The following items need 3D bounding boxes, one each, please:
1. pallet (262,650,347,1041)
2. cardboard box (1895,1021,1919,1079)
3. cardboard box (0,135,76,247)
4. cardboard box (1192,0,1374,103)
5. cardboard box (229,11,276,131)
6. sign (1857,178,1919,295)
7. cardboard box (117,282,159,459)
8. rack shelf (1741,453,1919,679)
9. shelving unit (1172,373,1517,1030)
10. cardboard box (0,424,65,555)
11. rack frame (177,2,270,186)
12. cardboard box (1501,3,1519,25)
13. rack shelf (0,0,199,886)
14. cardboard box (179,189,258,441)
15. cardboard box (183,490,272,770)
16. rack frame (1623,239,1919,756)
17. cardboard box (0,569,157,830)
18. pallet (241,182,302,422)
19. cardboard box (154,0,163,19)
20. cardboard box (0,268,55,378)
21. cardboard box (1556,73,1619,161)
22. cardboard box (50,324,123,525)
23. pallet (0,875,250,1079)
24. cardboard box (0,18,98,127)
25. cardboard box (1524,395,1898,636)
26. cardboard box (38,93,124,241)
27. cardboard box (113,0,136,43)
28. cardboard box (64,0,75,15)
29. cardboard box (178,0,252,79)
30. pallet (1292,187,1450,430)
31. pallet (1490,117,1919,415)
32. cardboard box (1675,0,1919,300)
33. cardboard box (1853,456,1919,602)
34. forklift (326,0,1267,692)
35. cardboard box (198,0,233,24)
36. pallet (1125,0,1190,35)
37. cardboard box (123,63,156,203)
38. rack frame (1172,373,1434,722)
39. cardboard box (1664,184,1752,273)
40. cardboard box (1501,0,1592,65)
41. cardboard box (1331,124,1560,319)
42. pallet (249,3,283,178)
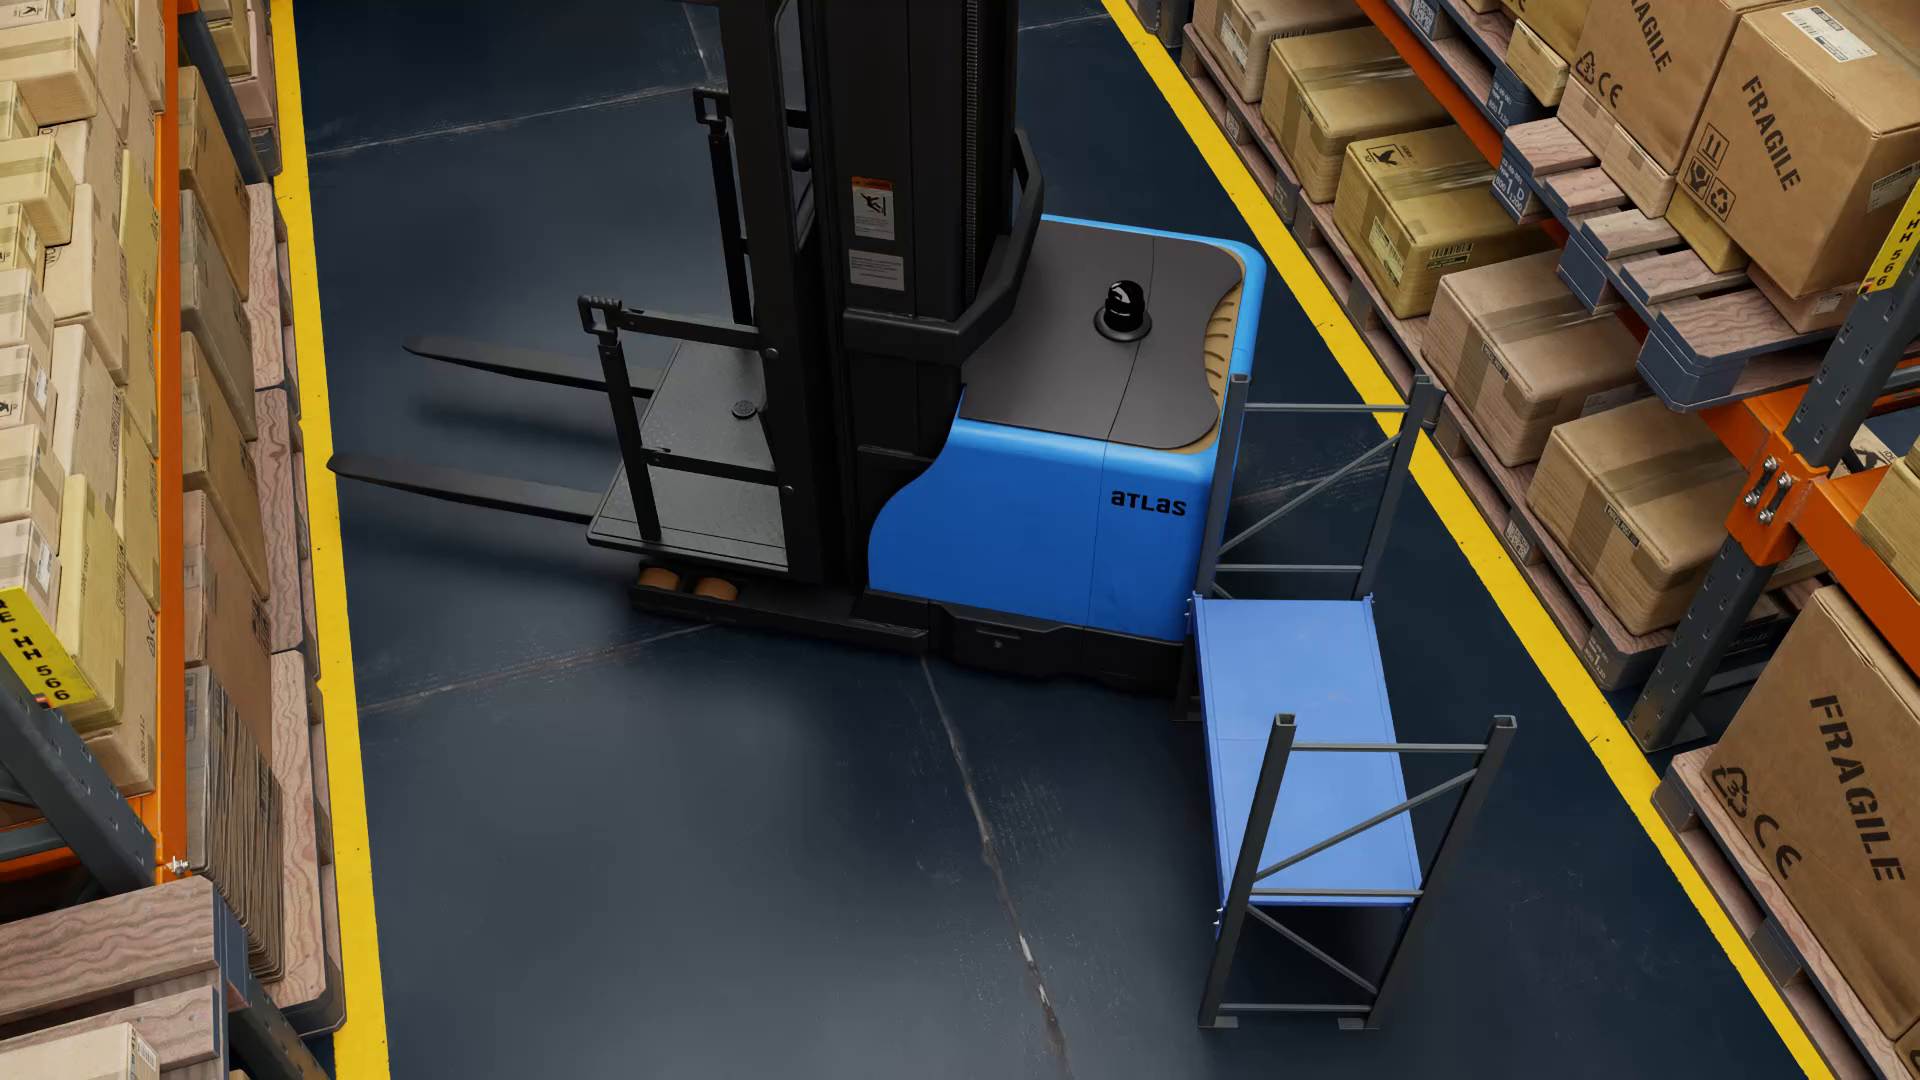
[{"bbox_3d":[-2.353,0.960,4.802,1.003,0.211,1.213,-13,51,-11],"label":"pallet"},{"bbox_3d":[2.978,1.272,3.831,0.875,0.875,0.875,-13,51,-11],"label":"cardboard box"},{"bbox_3d":[-2.351,-0.810,3.981,0.380,0.149,0.250,-12,51,-10],"label":"cardboard box"},{"bbox_3d":[1.568,-2.281,7.155,0.950,0.372,0.625,-13,51,-11],"label":"cardboard box"},{"bbox_3d":[-3.156,-1.927,6.937,0.500,0.250,0.500,-13,51,-11],"label":"cardboard box"},{"bbox_3d":[2.078,-0.672,3.649,0.100,0.325,0.005,-13,51,-11],"label":"sign"},{"bbox_3d":[-2.348,-0.403,4.226,0.500,0.250,0.500,-15,51,-12],"label":"cardboard box"},{"bbox_3d":[3.185,1.239,3.214,1.077,0.370,4.000,-13,51,-11],"label":"rack shelf"},{"bbox_3d":[0.917,0.471,4.372,0.538,1.500,1.048,1,50,0],"label":"shelving unit"},{"bbox_3d":[-2.040,-0.064,3.352,0.380,0.149,0.250,-12,51,-10],"label":"cardboard box"},{"bbox_3d":[-3.330,-2.250,5.685,1.000,3.000,0.127,-13,51,-11],"label":"rack frame"},{"bbox_3d":[1.891,-1.643,5.063,0.380,0.149,0.250,-13,51,-11],"label":"cardboard box"},{"bbox_3d":[-2.738,-0.557,4.729,1.077,0.370,4.000,-13,51,-11],"label":"rack shelf"},{"bbox_3d":[-2.942,-0.673,5.634,0.875,0.625,0.625,-14,51,-11],"label":"cardboard box"},{"bbox_3d":[-2.519,0.367,4.757,0.875,0.625,0.625,-12,51,-10],"label":"cardboard box"},{"bbox_3d":[2.594,-0.454,4.170,1.000,3.000,0.127,-13,51,-11],"label":"rack frame"},{"bbox_3d":[-2.045,0.340,3.599,0.500,0.250,0.500,-13,51,-11],"label":"cardboard box"},{"bbox_3d":[-3.075,-0.822,6.305,1.003,0.211,1.213,-13,51,-11],"label":"pallet"},{"bbox_3d":[-2.931,-1.893,5.482,0.500,0.250,0.500,-12,51,-10],"label":"cardboard box"},{"bbox_3d":[-2.230,-0.434,3.664,0.380,0.149,0.250,-13,51,-11],"label":"cardboard box"},{"bbox_3d":[1.940,-1.233,4.717,0.380,0.149,0.250,-16,52,-13],"label":"cardboard box"},{"bbox_3d":[-2.192,-0.187,3.717,0.500,0.250,0.500,-12,51,-10],"label":"cardboard box"},{"bbox_3d":[-1.879,1.213,2.891,1.213,0.211,1.003,-13,51,-11],"label":"pallet"},{"bbox_3d":[-2.458,-1.189,4.301,0.380,0.149,0.250,-15,51,-12],"label":"cardboard box"},{"bbox_3d":[2.436,-0.157,5.364,0.950,0.372,0.625,-16,52,-13],"label":"cardboard box"},{"bbox_3d":[-2.504,-0.940,4.352,0.500,0.250,0.500,-13,51,-10],"label":"cardboard box"},{"bbox_3d":[-2.781,-1.688,4.982,0.500,0.250,0.500,-15,51,-12],"label":"cardboard box"},{"bbox_3d":[-2.679,-1.549,4.605,0.380,0.149,0.250,-14,51,-12],"label":"cardboard box"},{"bbox_3d":[-3.178,-2.083,6.741,0.500,0.250,0.500,-14,51,-11],"label":"cardboard box"},{"bbox_3d":[2.007,-1.015,6.468,1.003,0.211,1.213,-13,51,-11],"label":"pallet"},{"bbox_3d":[2.281,-0.888,4.662,1.213,0.211,1.003,-13,51,-11],"label":"pallet"},{"bbox_3d":[2.194,-0.986,4.085,0.500,0.500,0.500,-15,51,-12],"label":"cardboard box"},{"bbox_3d":[2.498,0.009,3.879,0.500,0.250,0.500,-14,51,-12],"label":"cardboard box"},{"bbox_3d":[-0.615,-1.049,4.718,3.031,2.935,1.130,10,51,8],"label":"forklift"},{"bbox_3d":[-3.173,-2.246,6.551,0.500,0.250,0.500,-14,51,-12],"label":"cardboard box"},{"bbox_3d":[1.179,-2.959,8.106,1.003,0.211,1.213,-13,51,-11],"label":"pallet"},{"bbox_3d":[-2.659,-1.157,4.862,0.500,0.250,0.500,-13,51,-11],"label":"cardboard box"},{"bbox_3d":[0.923,0.083,4.699,0.500,1.500,0.032,1,50,0],"label":"rack frame"},{"bbox_3d":[2.124,-0.874,4.414,0.380,0.149,0.250,-13,51,-10],"label":"cardboard box"},{"bbox_3d":[1.880,-1.730,4.712,0.500,0.500,0.500,-16,52,-13],"label":"cardboard box"},{"bbox_3d":[1.992,-1.249,6.285,0.950,0.372,0.625,-12,51,-10],"label":"cardboard box"},{"bbox_3d":[-3.525,-1.942,7.249,1.003,0.211,1.213,-13,51,-11],"label":"pallet"}]
